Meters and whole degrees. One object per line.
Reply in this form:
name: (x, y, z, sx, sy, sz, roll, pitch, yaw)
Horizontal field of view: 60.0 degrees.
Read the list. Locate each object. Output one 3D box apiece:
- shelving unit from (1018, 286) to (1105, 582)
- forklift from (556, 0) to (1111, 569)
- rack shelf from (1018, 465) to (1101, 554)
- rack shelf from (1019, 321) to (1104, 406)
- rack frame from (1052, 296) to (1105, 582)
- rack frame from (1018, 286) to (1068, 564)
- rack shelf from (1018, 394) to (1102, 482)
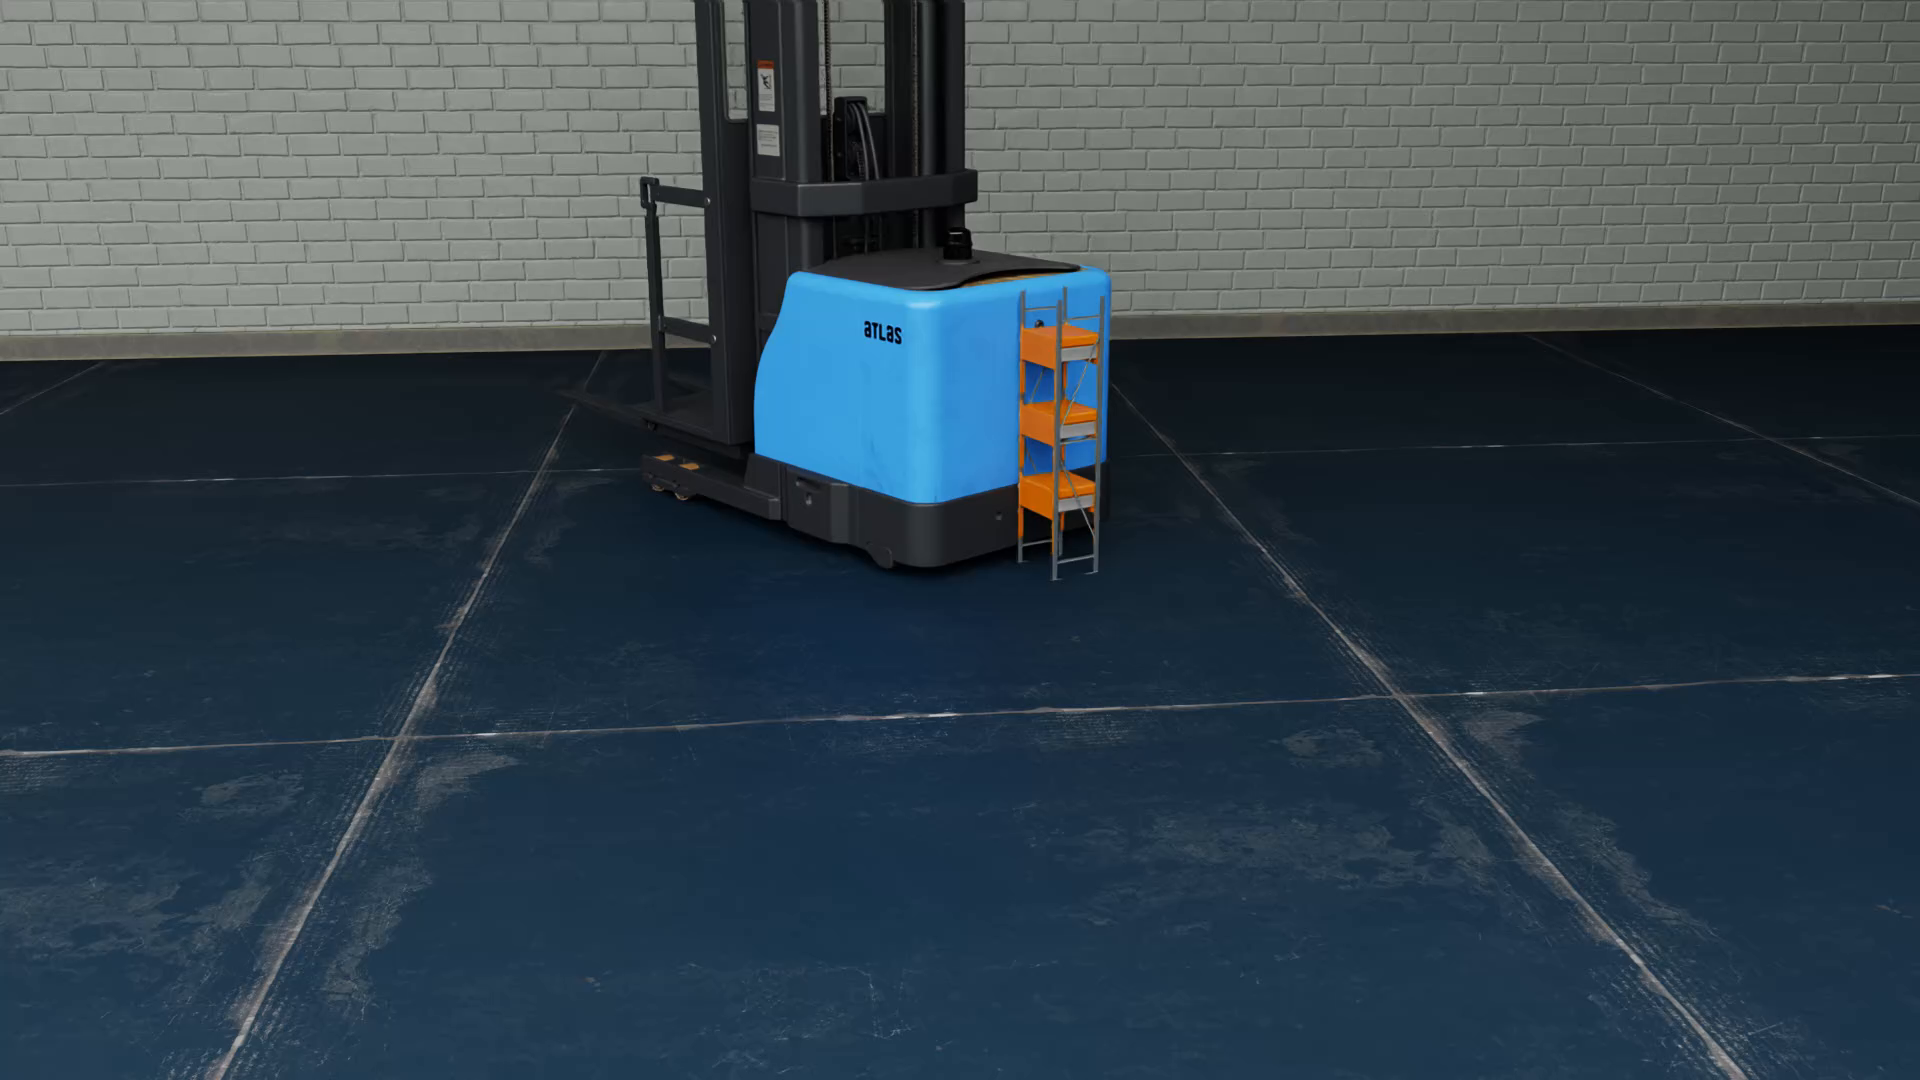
shelving unit: (0.371, -0.392, 6.174, 0.215, 1.050, 0.252, -10, 20, -28)
forklift: (-0.755, -1.657, 7.062, 1.130, 2.935, 3.031, -15, 23, -40)
rack shelf: (0.371, -0.117, 6.260, 0.215, 0.259, 0.240, -10, 20, -28)
rack shelf: (0.371, -0.653, 6.092, 0.215, 0.259, 0.240, -10, 20, -28)
rack frame: (0.431, -0.360, 6.073, 0.200, 1.050, 0.008, -10, 20, -28)
rack frame: (0.310, -0.424, 6.275, 0.200, 1.050, 0.008, -10, 20, -28)
rack shelf: (0.371, -0.382, 6.177, 0.215, 0.259, 0.240, -10, 20, -28)
